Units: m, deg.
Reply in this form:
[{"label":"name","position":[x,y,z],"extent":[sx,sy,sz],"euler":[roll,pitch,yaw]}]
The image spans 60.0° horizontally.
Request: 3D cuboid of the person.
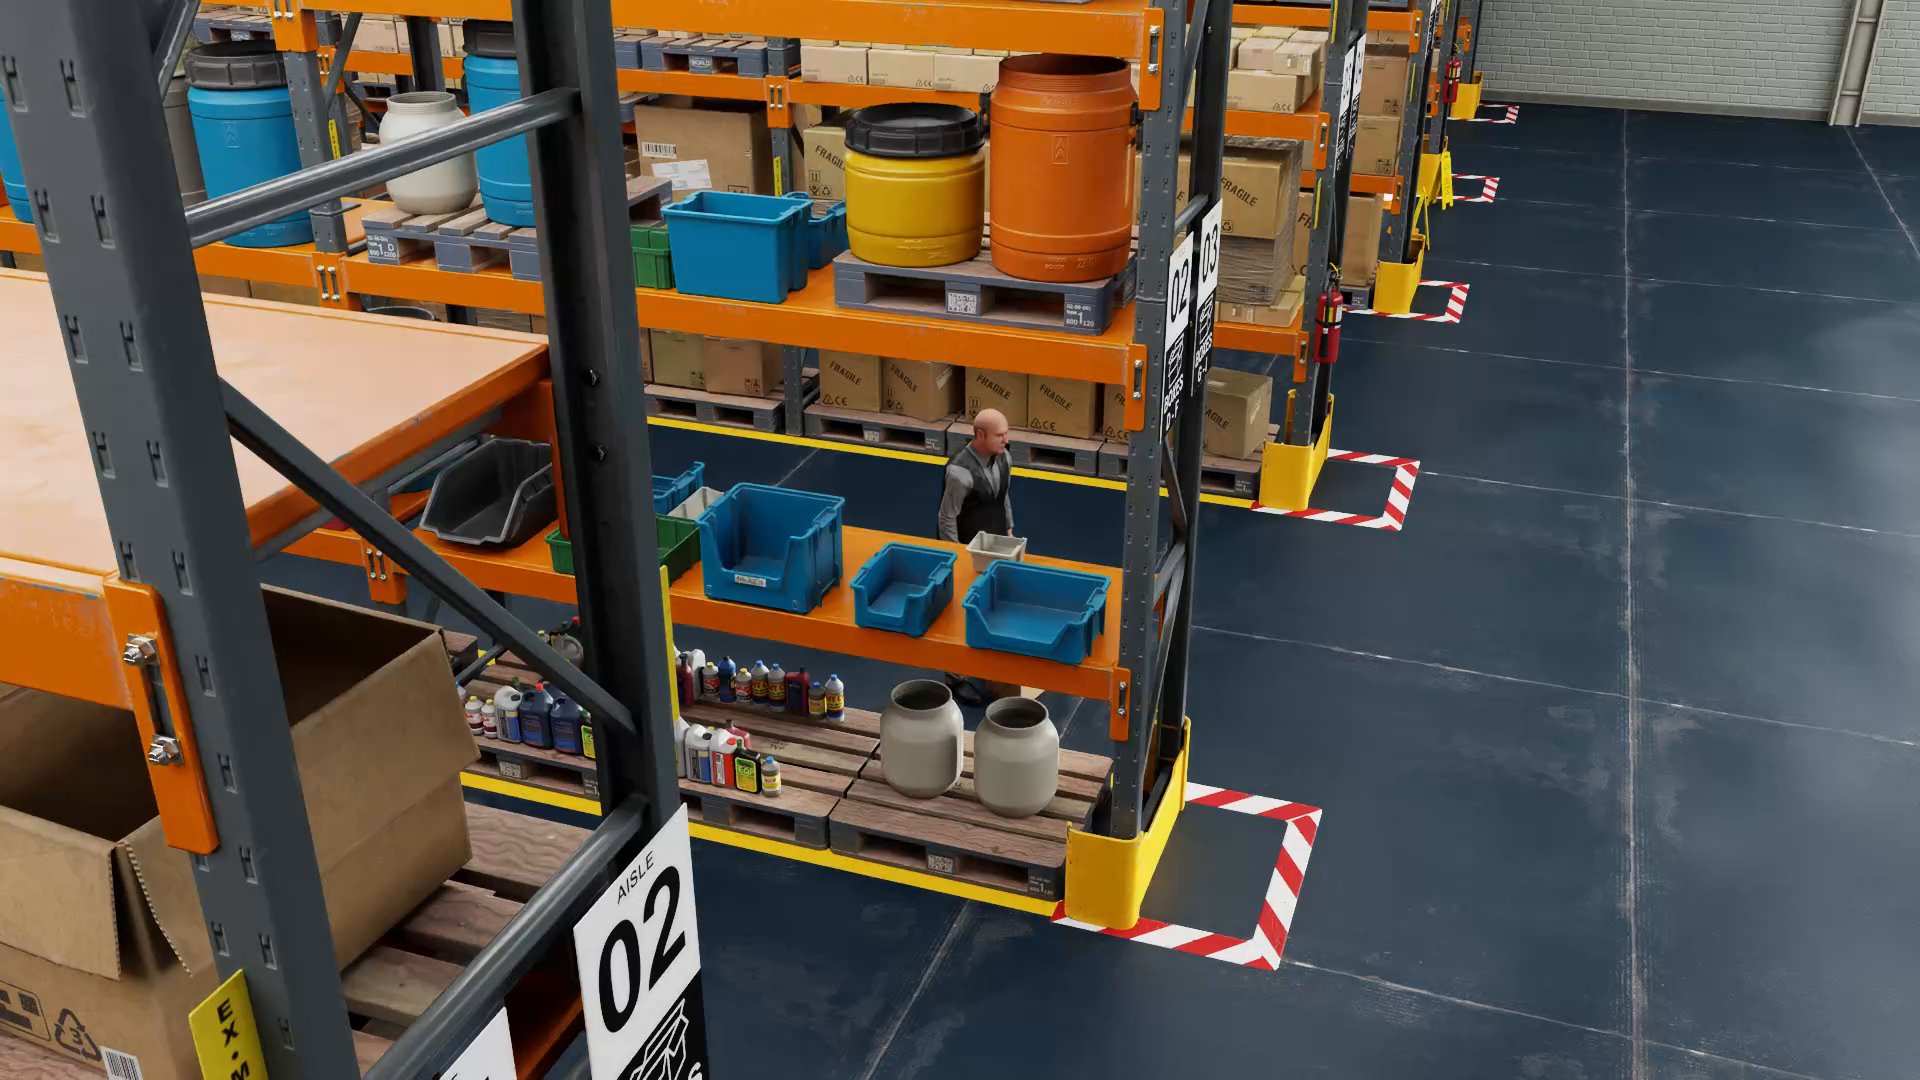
[{"label":"person","position":[0.110,0.057,9.480],"extent":[0.466,1.720,0.579],"euler":[19,31,34]}]
